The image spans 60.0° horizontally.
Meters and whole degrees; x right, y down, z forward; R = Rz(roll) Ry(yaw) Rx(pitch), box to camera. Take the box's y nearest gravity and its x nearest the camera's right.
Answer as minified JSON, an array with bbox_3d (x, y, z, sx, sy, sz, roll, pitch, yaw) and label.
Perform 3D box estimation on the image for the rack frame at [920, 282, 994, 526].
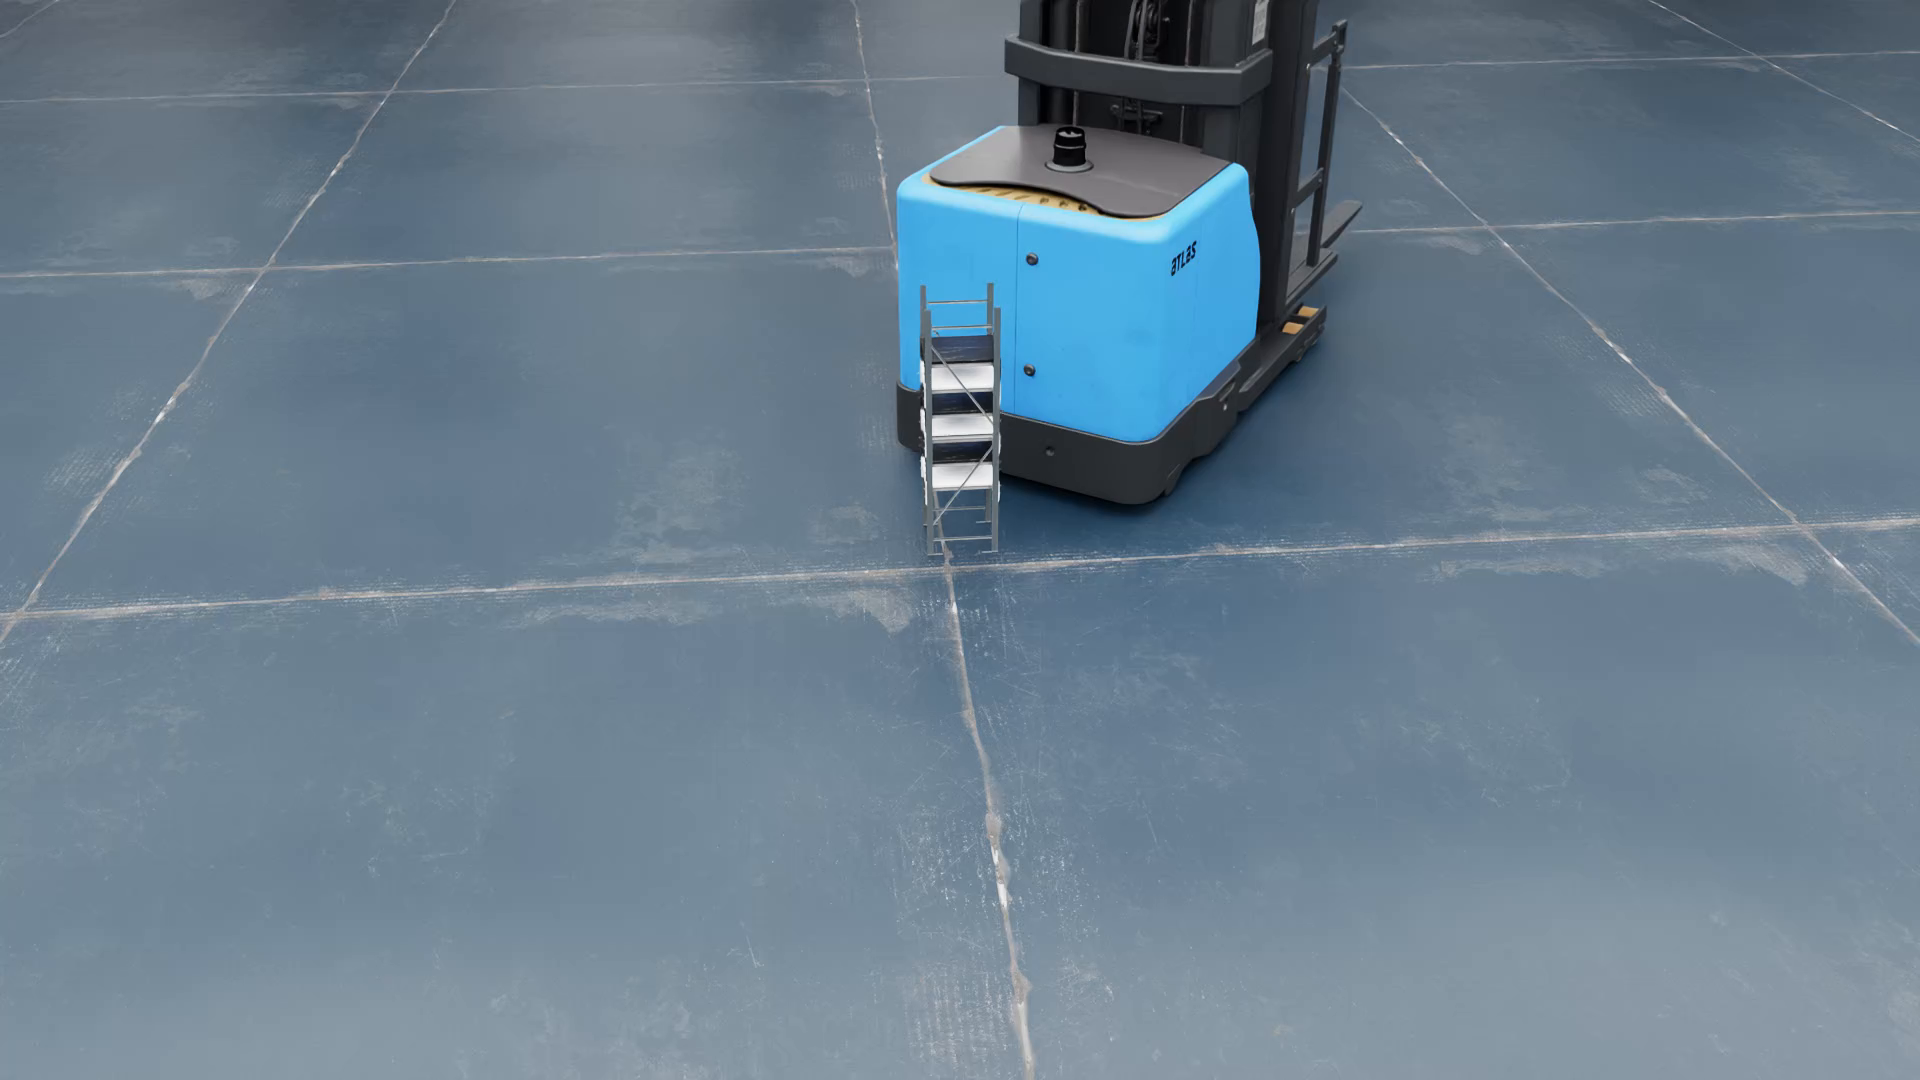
[{"bbox_3d":[-0.010,-0.442,5.613,0.240,0.900,0.006,-3,31,-5],"label":"rack frame"}]

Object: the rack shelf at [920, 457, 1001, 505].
[{"bbox_3d":[-0.001,-0.207,5.636,0.258,0.077,0.200,-3,31,-5],"label":"rack shelf"}]

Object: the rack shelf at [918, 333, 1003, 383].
[{"bbox_3d":[-0.001,-0.594,5.405,0.258,0.077,0.200,-3,31,-5],"label":"rack shelf"}]

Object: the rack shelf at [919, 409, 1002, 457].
[{"bbox_3d":[-0.001,-0.362,5.543,0.258,0.077,0.200,-3,31,-5],"label":"rack shelf"}]

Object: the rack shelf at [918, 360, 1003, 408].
[{"bbox_3d":[-0.001,-0.516,5.451,0.258,0.077,0.200,-3,31,-5],"label":"rack shelf"}]

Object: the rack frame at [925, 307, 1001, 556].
[{"bbox_3d":[0.009,-0.339,5.439,0.240,0.900,0.006,-3,31,-5],"label":"rack frame"}]

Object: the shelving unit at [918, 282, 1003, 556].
[{"bbox_3d":[-0.001,-0.390,5.526,0.258,0.900,0.210,-3,31,-5],"label":"shelving unit"}]

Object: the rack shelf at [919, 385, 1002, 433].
[{"bbox_3d":[-0.001,-0.439,5.497,0.258,0.077,0.200,-3,31,-5],"label":"rack shelf"}]

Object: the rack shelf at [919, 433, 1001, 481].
[{"bbox_3d":[-0.001,-0.285,5.589,0.258,0.077,0.200,-3,31,-5],"label":"rack shelf"}]

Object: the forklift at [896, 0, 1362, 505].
[{"bbox_3d":[0.920,-2.109,6.423,1.130,2.935,3.031,16,34,25],"label":"forklift"}]
